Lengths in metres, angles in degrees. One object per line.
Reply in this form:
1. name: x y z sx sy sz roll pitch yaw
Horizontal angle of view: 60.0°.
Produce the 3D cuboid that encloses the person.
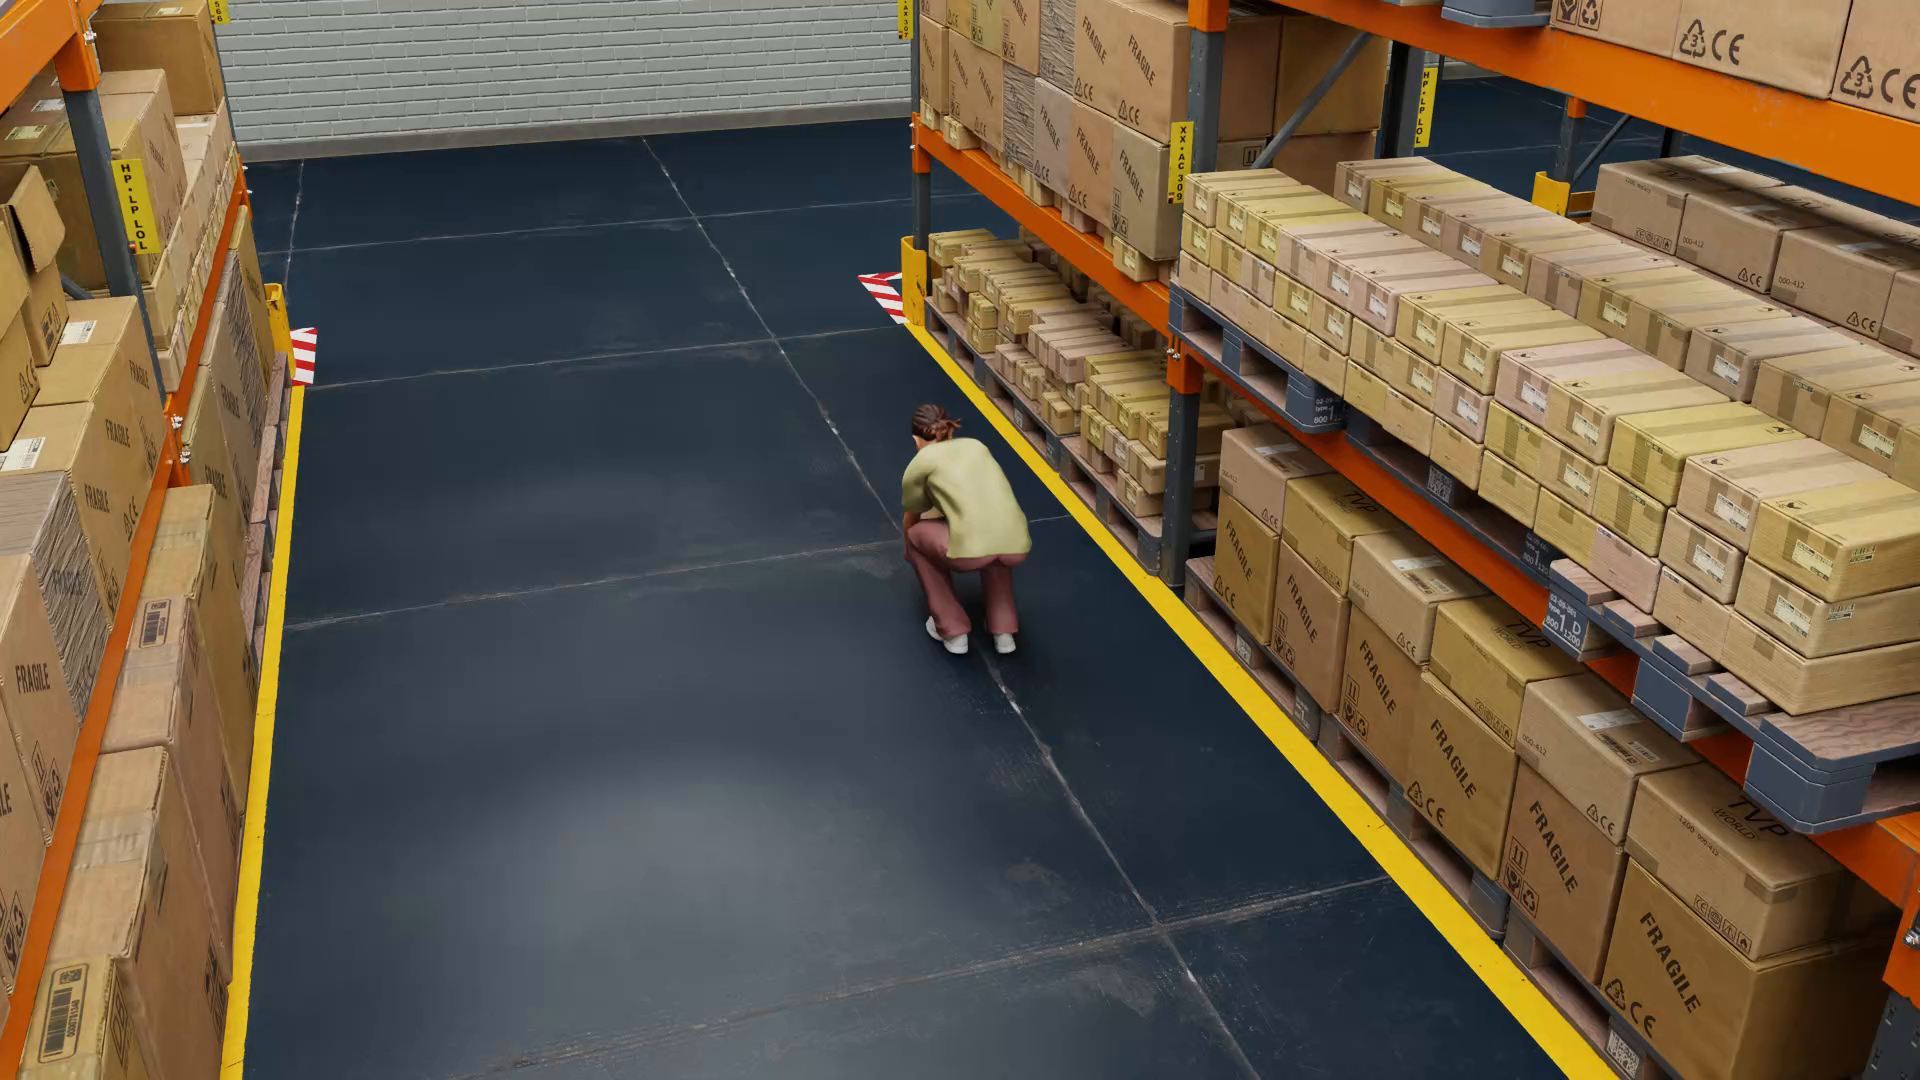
1. person: 0.012 -0.031 7.020 0.458 0.930 0.823 -9 28 -17
